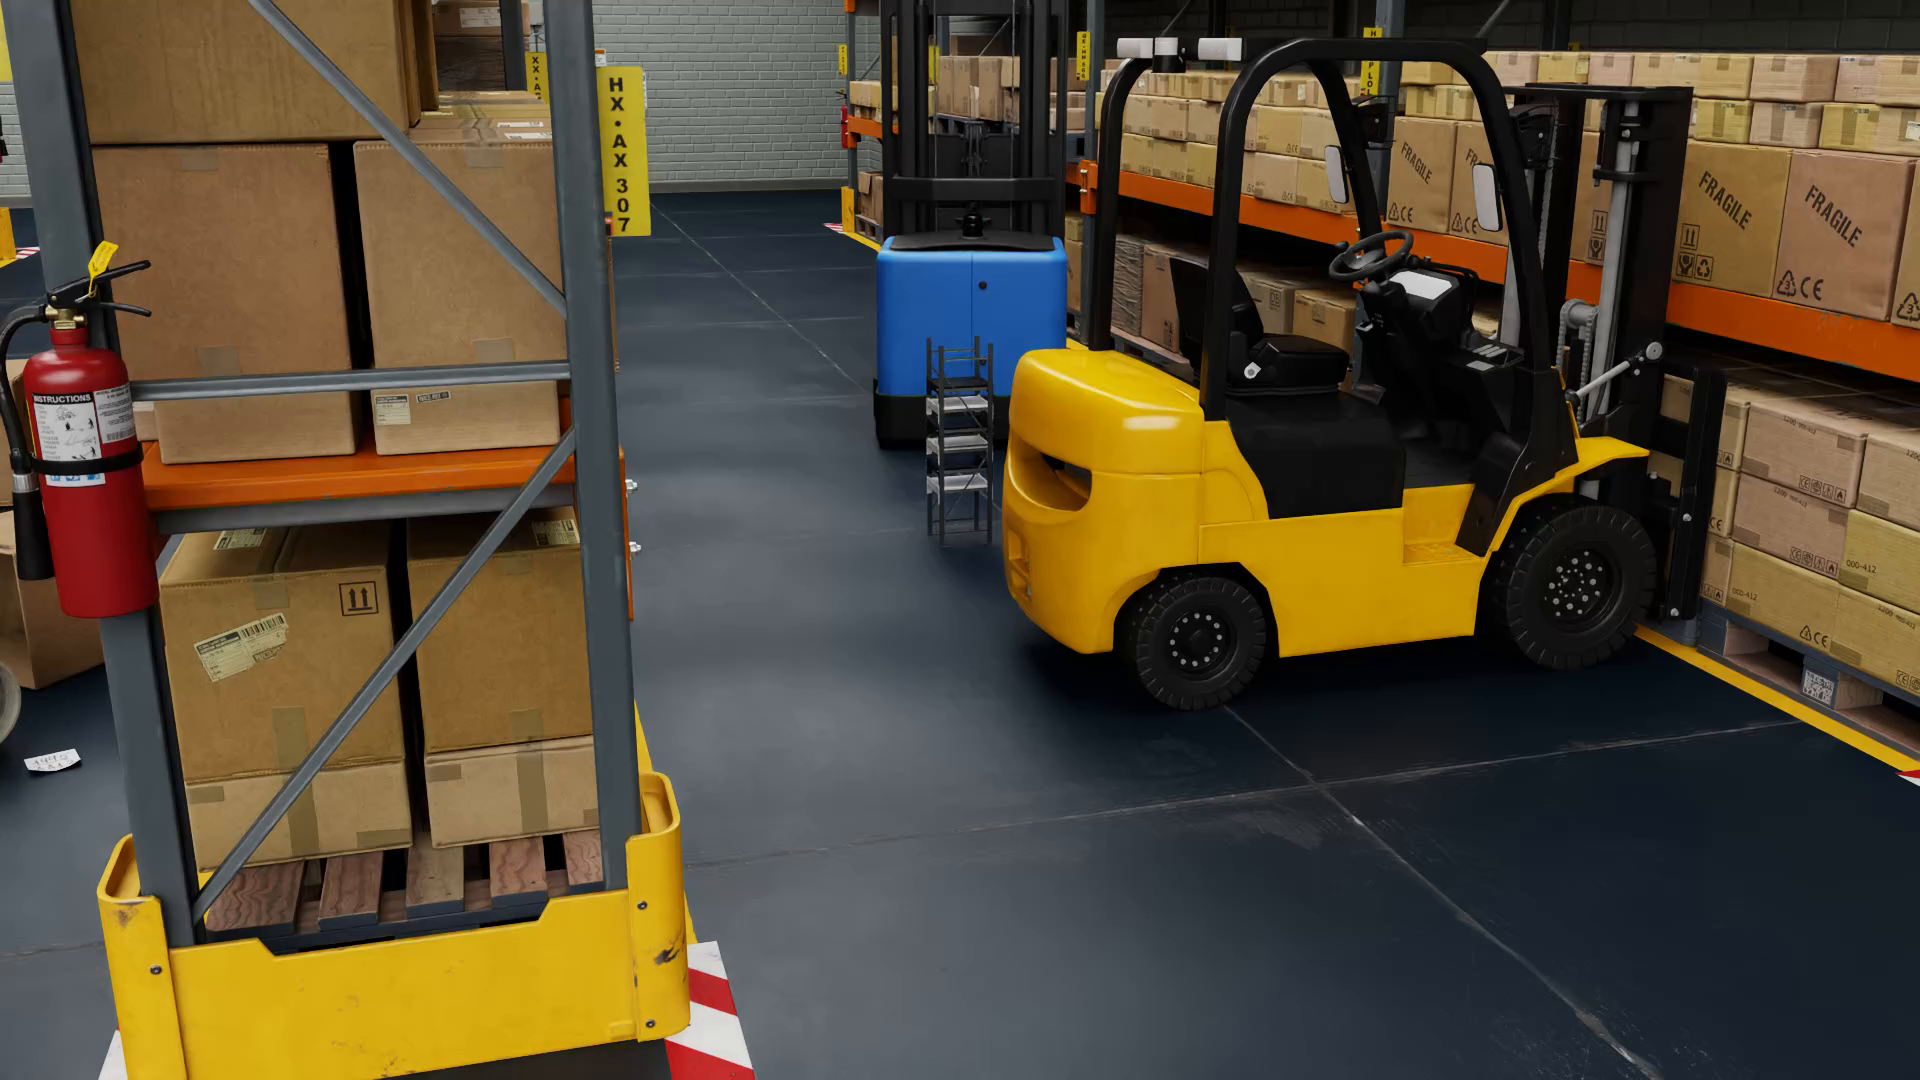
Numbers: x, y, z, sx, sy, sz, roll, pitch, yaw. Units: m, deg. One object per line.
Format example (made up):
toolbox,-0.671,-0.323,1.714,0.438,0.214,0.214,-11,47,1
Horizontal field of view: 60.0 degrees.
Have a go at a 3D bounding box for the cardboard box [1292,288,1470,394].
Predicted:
cardboard box,2.330,-1.012,9.005,0.875,0.625,0.625,-4,17,-13

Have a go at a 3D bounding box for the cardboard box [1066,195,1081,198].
cardboard box,1.060,-2.899,14.376,0.380,0.149,0.250,-4,17,-14

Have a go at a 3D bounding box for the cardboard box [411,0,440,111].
cardboard box,-1.913,-1.521,4.872,0.700,0.500,0.500,-5,17,-16

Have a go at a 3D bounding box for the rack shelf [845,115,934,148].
rack shelf,-0.264,-4.226,17.559,1.077,0.370,4.000,-5,17,-15

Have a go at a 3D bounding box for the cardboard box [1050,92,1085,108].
cardboard box,0.783,-3.307,12.778,0.500,0.250,0.500,-6,18,-18

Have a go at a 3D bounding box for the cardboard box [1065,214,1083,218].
cardboard box,0.900,-2.416,12.767,0.380,0.149,0.250,-6,18,-18

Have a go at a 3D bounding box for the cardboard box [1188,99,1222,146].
cardboard box,1.699,-2.513,9.995,0.500,0.250,0.500,-4,17,-14

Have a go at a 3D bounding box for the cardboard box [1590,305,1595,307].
cardboard box,2.959,-0.908,7.573,0.500,0.250,0.500,-5,17,-16

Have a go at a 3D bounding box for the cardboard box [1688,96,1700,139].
cardboard box,2.860,-1.560,6.130,0.380,0.149,0.250,-5,17,-16

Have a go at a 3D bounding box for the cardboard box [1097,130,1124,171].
cardboard box,1.271,-2.697,11.479,0.500,0.250,0.500,-5,17,-15

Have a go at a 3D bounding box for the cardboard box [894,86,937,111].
cardboard box,-0.366,-4.486,16.917,0.500,0.250,0.500,-5,17,-16

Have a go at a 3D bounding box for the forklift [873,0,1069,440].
forklift,0.089,-2.315,10.062,1.130,2.935,3.031,0,17,1

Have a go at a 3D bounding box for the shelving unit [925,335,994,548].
shelving unit,-0.002,-0.433,7.330,0.258,0.900,0.210,-5,17,-15

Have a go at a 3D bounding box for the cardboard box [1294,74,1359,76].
cardboard box,2.219,-2.703,9.935,0.380,0.149,0.250,-5,17,-15

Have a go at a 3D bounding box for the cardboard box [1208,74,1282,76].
cardboard box,1.718,-2.738,10.052,0.380,0.149,0.250,-5,17,-15

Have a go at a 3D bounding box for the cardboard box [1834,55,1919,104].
cardboard box,3.089,-1.493,5.389,0.380,0.149,0.250,-5,17,-15

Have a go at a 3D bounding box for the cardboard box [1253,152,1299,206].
cardboard box,1.950,-1.990,9.125,0.500,0.250,0.500,-5,17,-16

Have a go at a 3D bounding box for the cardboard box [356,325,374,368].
cardboard box,-1.758,-0.556,4.525,0.380,0.149,0.250,-4,17,-14

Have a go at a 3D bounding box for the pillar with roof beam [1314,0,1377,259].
pillar with roof beam,-1.530,-5.155,8.971,9.100,9.000,0.400,-5,17,-15

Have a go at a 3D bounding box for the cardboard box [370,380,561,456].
cardboard box,-1.083,-0.295,3.657,0.380,0.149,0.250,-5,17,-15

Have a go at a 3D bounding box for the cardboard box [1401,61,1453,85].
cardboard box,2.286,-2.194,7.725,0.380,0.149,0.250,-4,17,-14

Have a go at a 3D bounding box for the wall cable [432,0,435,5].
wall cable,-7.158,-6.790,23.023,0.585,1.953,0.123,-5,17,-15

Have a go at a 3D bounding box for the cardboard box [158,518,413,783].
cardboard box,-1.659,0.251,4.150,0.500,0.500,0.500,-5,17,-15

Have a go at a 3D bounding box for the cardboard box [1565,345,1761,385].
cardboard box,2.730,-0.585,6.496,0.500,0.250,0.500,-5,17,-16

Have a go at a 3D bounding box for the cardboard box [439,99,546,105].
cardboard box,-1.632,-1.214,5.587,0.500,0.500,0.500,-4,17,-14

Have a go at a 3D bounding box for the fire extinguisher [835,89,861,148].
fire extinguisher,-1.299,-4.913,19.375,0.296,0.674,0.183,-5,17,-15

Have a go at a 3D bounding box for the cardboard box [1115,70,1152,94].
cardboard box,1.263,-3.085,11.206,0.380,0.149,0.250,-4,17,-14

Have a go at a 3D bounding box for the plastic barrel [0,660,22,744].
plastic barrel,-3.212,0.477,5.128,0.512,0.421,0.421,7,18,23

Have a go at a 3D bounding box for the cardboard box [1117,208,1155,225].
cardboard box,1.348,-2.533,13.158,0.380,0.149,0.250,-4,17,-15

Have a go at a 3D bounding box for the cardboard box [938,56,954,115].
cardboard box,0.203,-4.115,15.034,0.700,0.500,0.500,-4,17,-14

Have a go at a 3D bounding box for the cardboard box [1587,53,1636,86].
cardboard box,2.716,-1.844,6.559,0.380,0.149,0.250,-5,17,-15

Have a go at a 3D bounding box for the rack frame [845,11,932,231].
rack frame,-0.814,-5.124,19.297,1.000,3.000,0.127,-5,17,-15

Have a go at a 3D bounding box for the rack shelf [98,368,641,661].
rack shelf,-1.738,-0.514,5.199,1.077,0.370,4.000,-5,17,-15

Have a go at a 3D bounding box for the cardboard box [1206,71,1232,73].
cardboard box,1.860,-3.056,11.110,0.380,0.149,0.250,-5,17,-15

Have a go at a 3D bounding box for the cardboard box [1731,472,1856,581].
cardboard box,3.021,-0.072,5.657,0.500,0.250,0.500,-5,17,-16

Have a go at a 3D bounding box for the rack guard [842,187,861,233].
rack guard,-0.793,-3.906,19.587,1.175,0.500,0.348,-5,17,-15

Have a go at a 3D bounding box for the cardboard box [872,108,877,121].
cardboard box,-0.757,-4.680,18.254,0.380,0.149,0.250,-4,17,-14

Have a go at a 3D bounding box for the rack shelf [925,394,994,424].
rack shelf,-0.002,-0.574,7.288,0.258,0.077,0.200,-5,17,-15

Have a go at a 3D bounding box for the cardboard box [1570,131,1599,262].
cardboard box,2.654,-1.427,6.814,0.500,0.500,0.500,-5,17,-16

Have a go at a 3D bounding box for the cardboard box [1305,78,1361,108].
cardboard box,2.071,-2.382,8.867,0.380,0.149,0.250,-5,17,-15

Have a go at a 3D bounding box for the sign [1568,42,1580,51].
sign,3.017,-2.302,8.258,0.100,0.325,0.005,-5,17,-15

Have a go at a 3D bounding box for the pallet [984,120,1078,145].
pallet,0.846,-3.357,13.747,1.003,0.211,1.213,-5,17,-15

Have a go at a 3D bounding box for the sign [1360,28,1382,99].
sign,1.965,-2.276,7.940,0.100,0.325,0.005,-5,17,-15

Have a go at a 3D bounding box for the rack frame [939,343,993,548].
rack frame,0.026,-0.405,7.236,0.240,0.900,0.006,-5,17,-15

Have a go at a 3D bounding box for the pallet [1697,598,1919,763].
pallet,3.333,0.429,5.658,1.003,0.211,1.213,-5,17,-15

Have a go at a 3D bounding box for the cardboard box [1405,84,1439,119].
cardboard box,2.318,-2.054,7.776,0.380,0.149,0.250,-5,17,-16

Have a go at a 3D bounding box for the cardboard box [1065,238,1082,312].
cardboard box,1.062,-2.015,12.562,0.500,0.500,0.500,-4,17,-14
